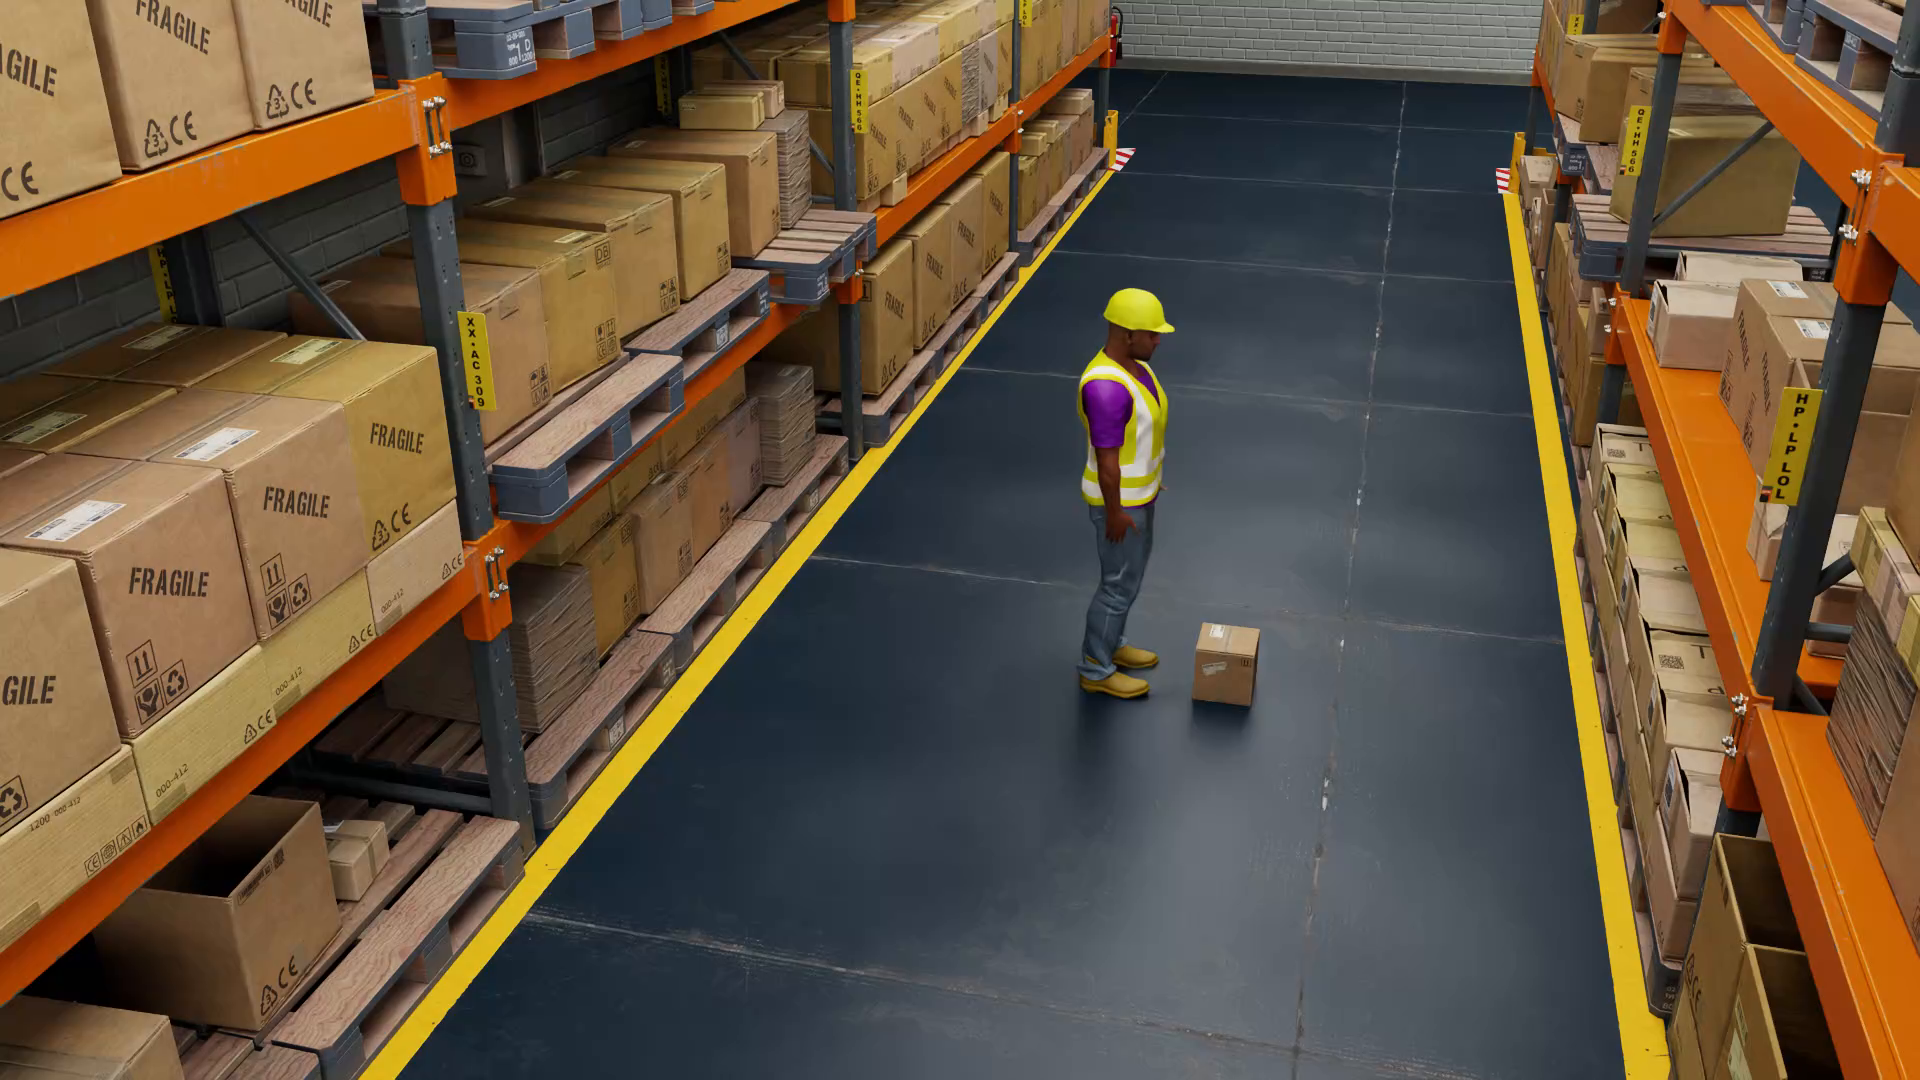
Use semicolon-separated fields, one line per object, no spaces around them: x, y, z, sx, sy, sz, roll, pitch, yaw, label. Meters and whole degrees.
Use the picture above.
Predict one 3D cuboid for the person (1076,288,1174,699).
0.688;-0.205;7.020;0.364;1.763;0.567;7;26;14;person
